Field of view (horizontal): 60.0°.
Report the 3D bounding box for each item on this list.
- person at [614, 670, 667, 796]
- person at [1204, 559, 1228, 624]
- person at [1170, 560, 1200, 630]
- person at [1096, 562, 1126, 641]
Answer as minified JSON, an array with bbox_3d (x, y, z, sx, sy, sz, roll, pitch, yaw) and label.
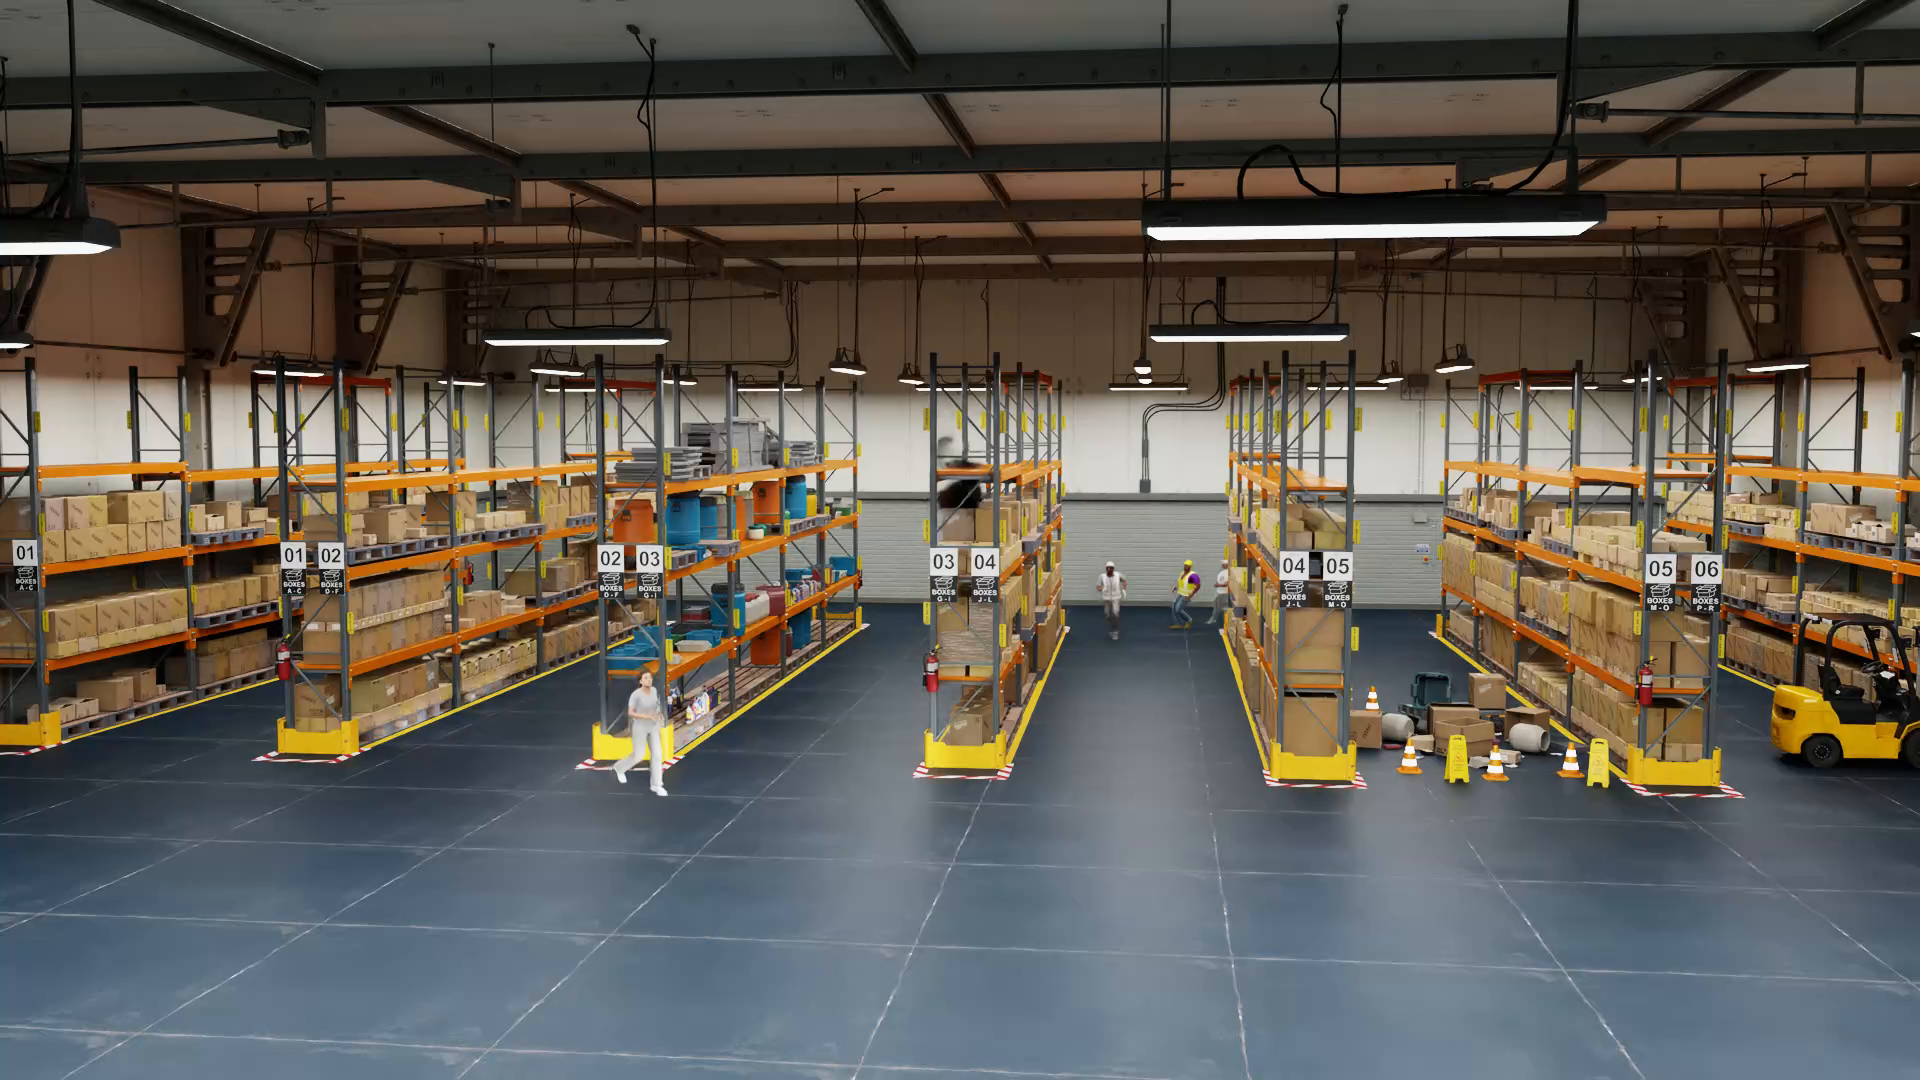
[{"bbox_3d":[-4.288,2.580,22.530,0.950,1.674,0.577,4,6,43],"label":"person"},{"bbox_3d":[6.366,1.263,40.704,0.825,1.706,0.793,1,4,14],"label":"person"},{"bbox_3d":[5.404,1.324,40.125,0.525,1.706,0.724,-2,4,-22],"label":"person"},{"bbox_3d":[3.478,1.404,38.332,0.667,1.828,0.788,1,4,11],"label":"person"}]
